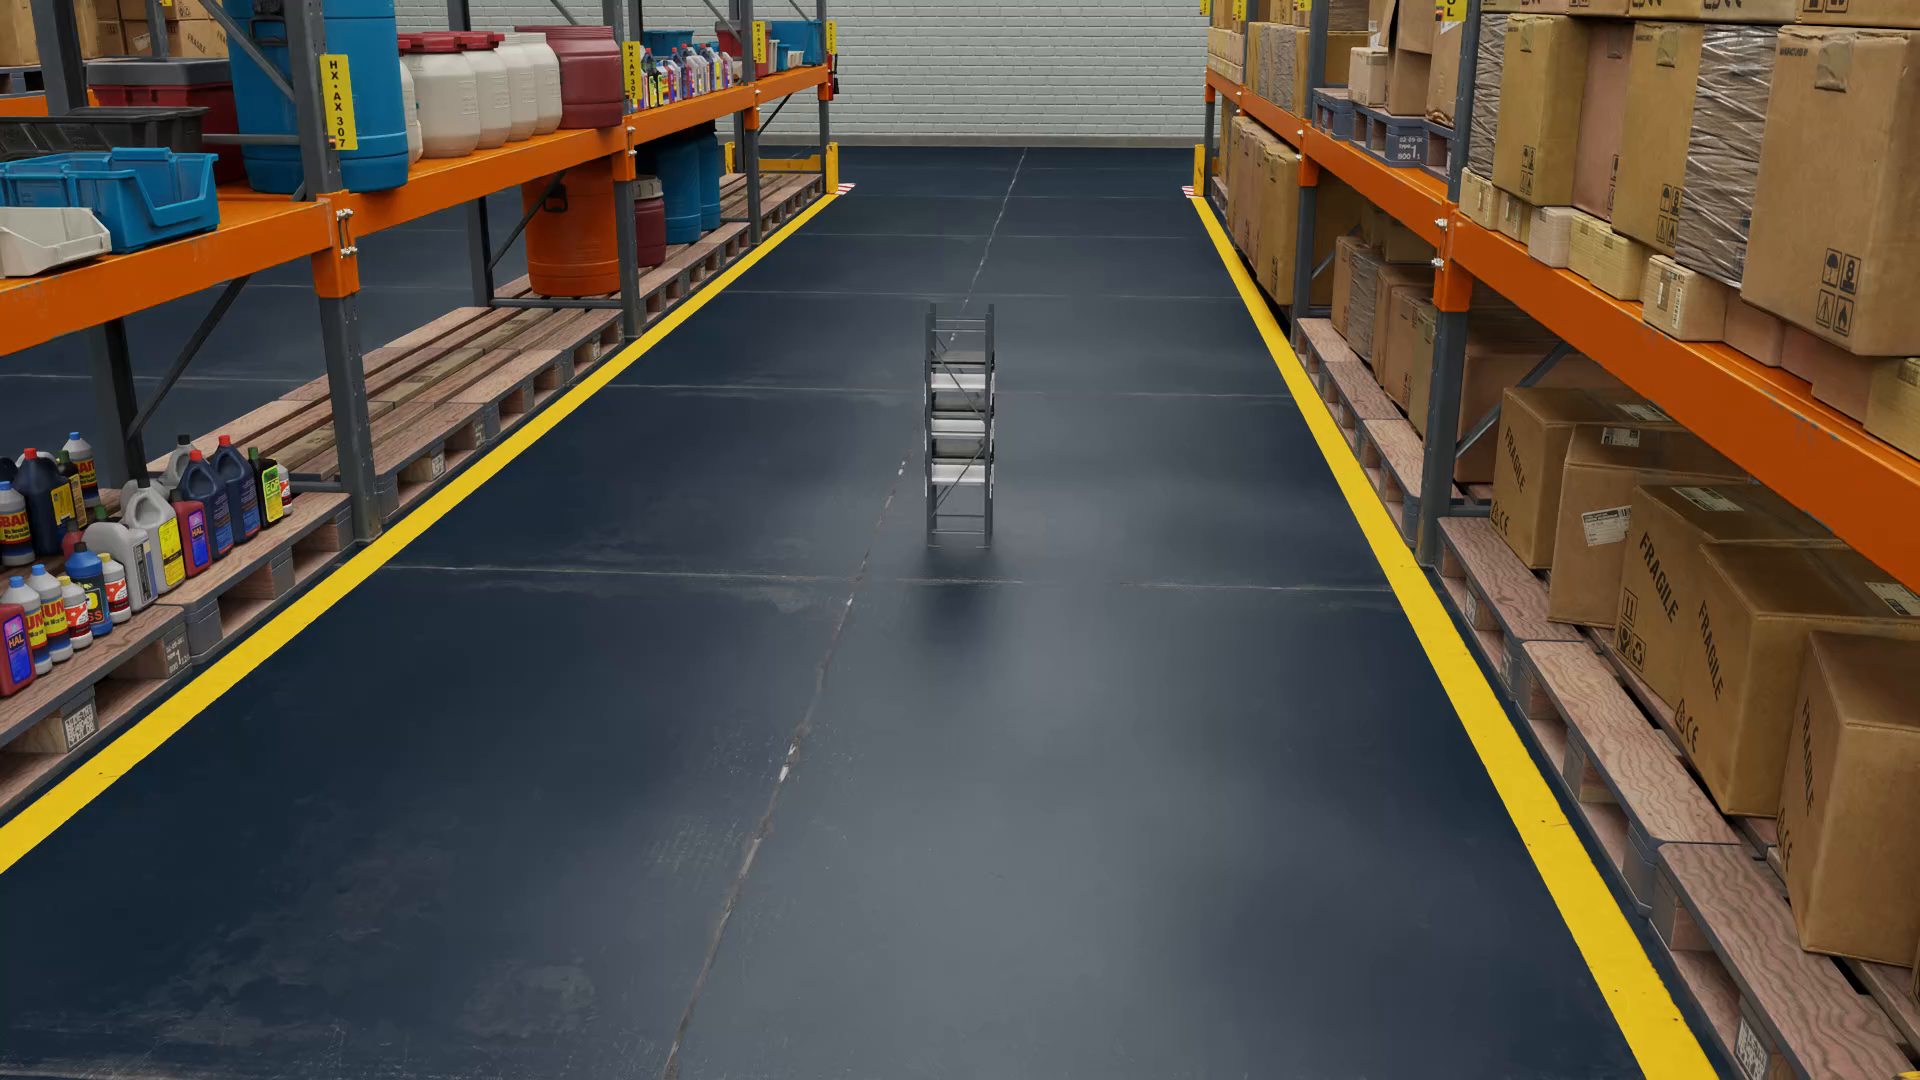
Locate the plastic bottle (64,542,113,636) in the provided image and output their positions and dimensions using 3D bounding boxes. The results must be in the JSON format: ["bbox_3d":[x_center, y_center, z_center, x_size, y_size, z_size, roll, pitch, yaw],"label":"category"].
[{"bbox_3d":[-2.550,0.138,4.859,0.097,0.271,0.097,0,18,0],"label":"plastic bottle"}]

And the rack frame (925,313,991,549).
[{"bbox_3d":[-0.007,-0.399,6.194,0.240,0.900,0.006,1,18,4],"label":"rack frame"}]

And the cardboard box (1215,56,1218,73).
[{"bbox_3d":[2.624,-4.510,15.773,0.380,0.149,0.250,1,18,3],"label":"cardboard box"}]

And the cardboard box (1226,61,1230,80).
[{"bbox_3d":[2.532,-4.111,14.556,0.380,0.149,0.250,2,18,5],"label":"cardboard box"}]

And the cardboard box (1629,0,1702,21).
[{"bbox_3d":[1.809,-1.388,3.598,0.500,0.500,0.500,1,18,4],"label":"cardboard box"}]

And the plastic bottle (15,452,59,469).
[{"bbox_3d":[-3.206,-0.159,5.760,0.152,0.276,0.135,2,18,6],"label":"plastic bottle"}]

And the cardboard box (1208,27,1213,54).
[{"bbox_3d":[2.746,-4.978,16.562,0.500,0.250,0.500,1,18,2],"label":"cardboard box"}]

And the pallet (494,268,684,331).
[{"bbox_3d":[-2.449,-1.598,10.961,1.003,0.211,1.213,1,18,4],"label":"pallet"}]

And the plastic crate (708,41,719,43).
[{"bbox_3d":[-2.283,-4.837,16.540,0.416,0.233,0.300,1,18,4],"label":"plastic crate"}]

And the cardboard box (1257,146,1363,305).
[{"bbox_3d":[2.547,-1.970,10.357,1.225,0.875,0.875,0,18,1],"label":"cardboard box"}]

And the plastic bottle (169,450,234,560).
[{"bbox_3d":[-2.523,-0.119,5.517,0.144,0.351,0.185,0,18,1],"label":"plastic bottle"}]

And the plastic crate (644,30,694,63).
[{"bbox_3d":[-2.484,-4.093,14.026,0.392,0.384,0.575,1,18,4],"label":"plastic crate"}]

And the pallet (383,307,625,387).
[{"bbox_3d":[-2.558,-1.112,9.479,1.003,0.211,1.213,1,18,4],"label":"pallet"}]

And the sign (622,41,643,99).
[{"bbox_3d":[-1.914,-2.745,9.720,0.100,0.325,0.005,1,18,4],"label":"sign"}]

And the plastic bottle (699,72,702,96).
[{"bbox_3d":[-1.936,-3.347,12.139,0.097,0.201,0.097,0,18,0],"label":"plastic bottle"}]

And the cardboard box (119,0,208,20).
[{"bbox_3d":[-6.803,-4.694,14.165,0.500,0.500,0.500,2,18,5],"label":"cardboard box"}]

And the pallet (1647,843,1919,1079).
[{"bbox_3d":[2.002,0.968,3.130,1.003,0.211,1.213,1,18,4],"label":"pallet"}]

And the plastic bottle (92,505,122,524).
[{"bbox_3d":[-2.650,0.019,5.204,0.061,0.283,0.133,1,18,4],"label":"plastic bottle"}]

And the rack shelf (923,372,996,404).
[{"bbox_3d":[0.001,-0.570,6.245,0.258,0.077,0.200,1,18,4],"label":"rack shelf"}]

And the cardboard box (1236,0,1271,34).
[{"bbox_3d":[2.530,-4.384,13.544,0.500,0.500,0.500,2,18,5],"label":"cardboard box"}]

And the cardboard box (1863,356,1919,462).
[{"bbox_3d":[1.703,-0.212,2.657,0.380,0.149,0.250,1,18,4],"label":"cardboard box"}]

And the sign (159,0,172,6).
[{"bbox_3d":[-6.563,-4.570,13.694,0.100,0.325,0.005,1,18,4],"label":"sign"}]

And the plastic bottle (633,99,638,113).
[{"bbox_3d":[-2.068,-2.776,10.396,0.097,0.201,0.097,0,18,0],"label":"plastic bottle"}]

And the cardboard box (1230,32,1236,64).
[{"bbox_3d":[2.568,-4.183,14.134,0.500,0.250,0.500,2,18,6],"label":"cardboard box"}]

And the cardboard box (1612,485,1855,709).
[{"bbox_3d":[2.122,0.160,4.458,0.500,0.500,0.500,0,18,-1],"label":"cardboard box"}]

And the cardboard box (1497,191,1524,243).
[{"bbox_3d":[1.853,-0.989,5.028,0.380,0.149,0.250,1,18,4],"label":"cardboard box"}]

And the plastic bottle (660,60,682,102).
[{"bbox_3d":[-2.011,-3.176,11.498,0.152,0.276,0.135,1,18,4],"label":"plastic bottle"}]

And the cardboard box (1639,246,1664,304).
[{"bbox_3d":[1.808,-0.600,3.841,0.380,0.149,0.250,1,18,4],"label":"cardboard box"}]

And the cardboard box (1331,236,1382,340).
[{"bbox_3d":[2.449,-1.379,9.123,0.700,0.500,0.500,0,18,1],"label":"cardboard box"}]

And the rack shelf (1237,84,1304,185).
[{"bbox_3d":[2.620,-2.846,11.446,1.077,0.370,4.000,1,18,4],"label":"rack shelf"}]

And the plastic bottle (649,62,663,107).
[{"bbox_3d":[-2.005,-3.005,10.964,0.061,0.283,0.133,1,18,4],"label":"plastic bottle"}]

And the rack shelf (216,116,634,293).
[{"bbox_3d":[-2.607,-1.714,7.993,1.077,0.370,4.000,1,18,4],"label":"rack shelf"}]

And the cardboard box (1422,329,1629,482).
[{"bbox_3d":[2.255,-0.536,6.549,0.700,0.500,0.500,0,18,0],"label":"cardboard box"}]

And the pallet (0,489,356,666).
[{"bbox_3d":[-2.840,0.098,5.785,1.003,0.211,1.213,1,18,4],"label":"pallet"}]

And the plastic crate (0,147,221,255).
[{"bbox_3d":[-2.559,-1.014,4.941,0.499,0.251,0.616,1,18,4],"label":"plastic crate"}]

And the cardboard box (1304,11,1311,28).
[{"bbox_3d":[2.595,-3.520,10.576,0.797,0.503,0.637,2,18,5],"label":"cardboard box"}]

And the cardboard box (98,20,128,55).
[{"bbox_3d":[-7.337,-4.240,14.384,0.500,0.500,0.500,2,18,5],"label":"cardboard box"}]

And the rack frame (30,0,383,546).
[{"bbox_3d":[-2.750,-1.435,5.985,1.000,3.000,0.127,1,18,4],"label":"rack frame"}]

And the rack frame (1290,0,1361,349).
[{"bbox_3d":[2.477,-2.567,9.439,1.000,3.000,0.127,1,18,4],"label":"rack frame"}]

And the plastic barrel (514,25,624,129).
[{"bbox_3d":[-2.195,-2.591,9.295,0.600,0.536,0.708,1,18,4],"label":"plastic barrel"}]

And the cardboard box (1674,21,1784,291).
[{"bbox_3d":[1.965,-0.753,3.267,0.875,0.500,0.500,1,18,4],"label":"cardboard box"}]

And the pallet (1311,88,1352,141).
[{"bbox_3d":[2.532,-2.252,8.786,1.213,0.211,1.003,1,18,4],"label":"pallet"}]

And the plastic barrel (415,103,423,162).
[{"bbox_3d":[-2.502,-1.777,7.250,0.301,0.262,0.301,0,18,0],"label":"plastic barrel"}]

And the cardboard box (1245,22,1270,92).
[{"bbox_3d":[2.481,-3.719,12.796,0.500,0.500,0.500,1,18,4],"label":"cardboard box"}]

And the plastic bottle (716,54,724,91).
[{"bbox_3d":[-1.909,-3.617,12.845,0.152,0.276,0.135,1,18,4],"label":"plastic bottle"}]

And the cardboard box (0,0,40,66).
[{"bbox_3d":[-7.182,-3.728,12.149,0.700,0.500,0.500,-3,18,-10],"label":"cardboard box"}]

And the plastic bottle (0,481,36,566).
[{"bbox_3d":[-3.112,-0.058,5.459,0.097,0.271,0.097,0,18,0],"label":"plastic bottle"}]

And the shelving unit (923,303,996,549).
[{"bbox_3d":[0.001,-0.430,6.291,0.258,0.900,0.210,1,18,4],"label":"shelving unit"}]

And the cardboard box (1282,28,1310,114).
[{"bbox_3d":[2.306,-2.928,10.380,0.500,0.500,0.500,1,18,3],"label":"cardboard box"}]
